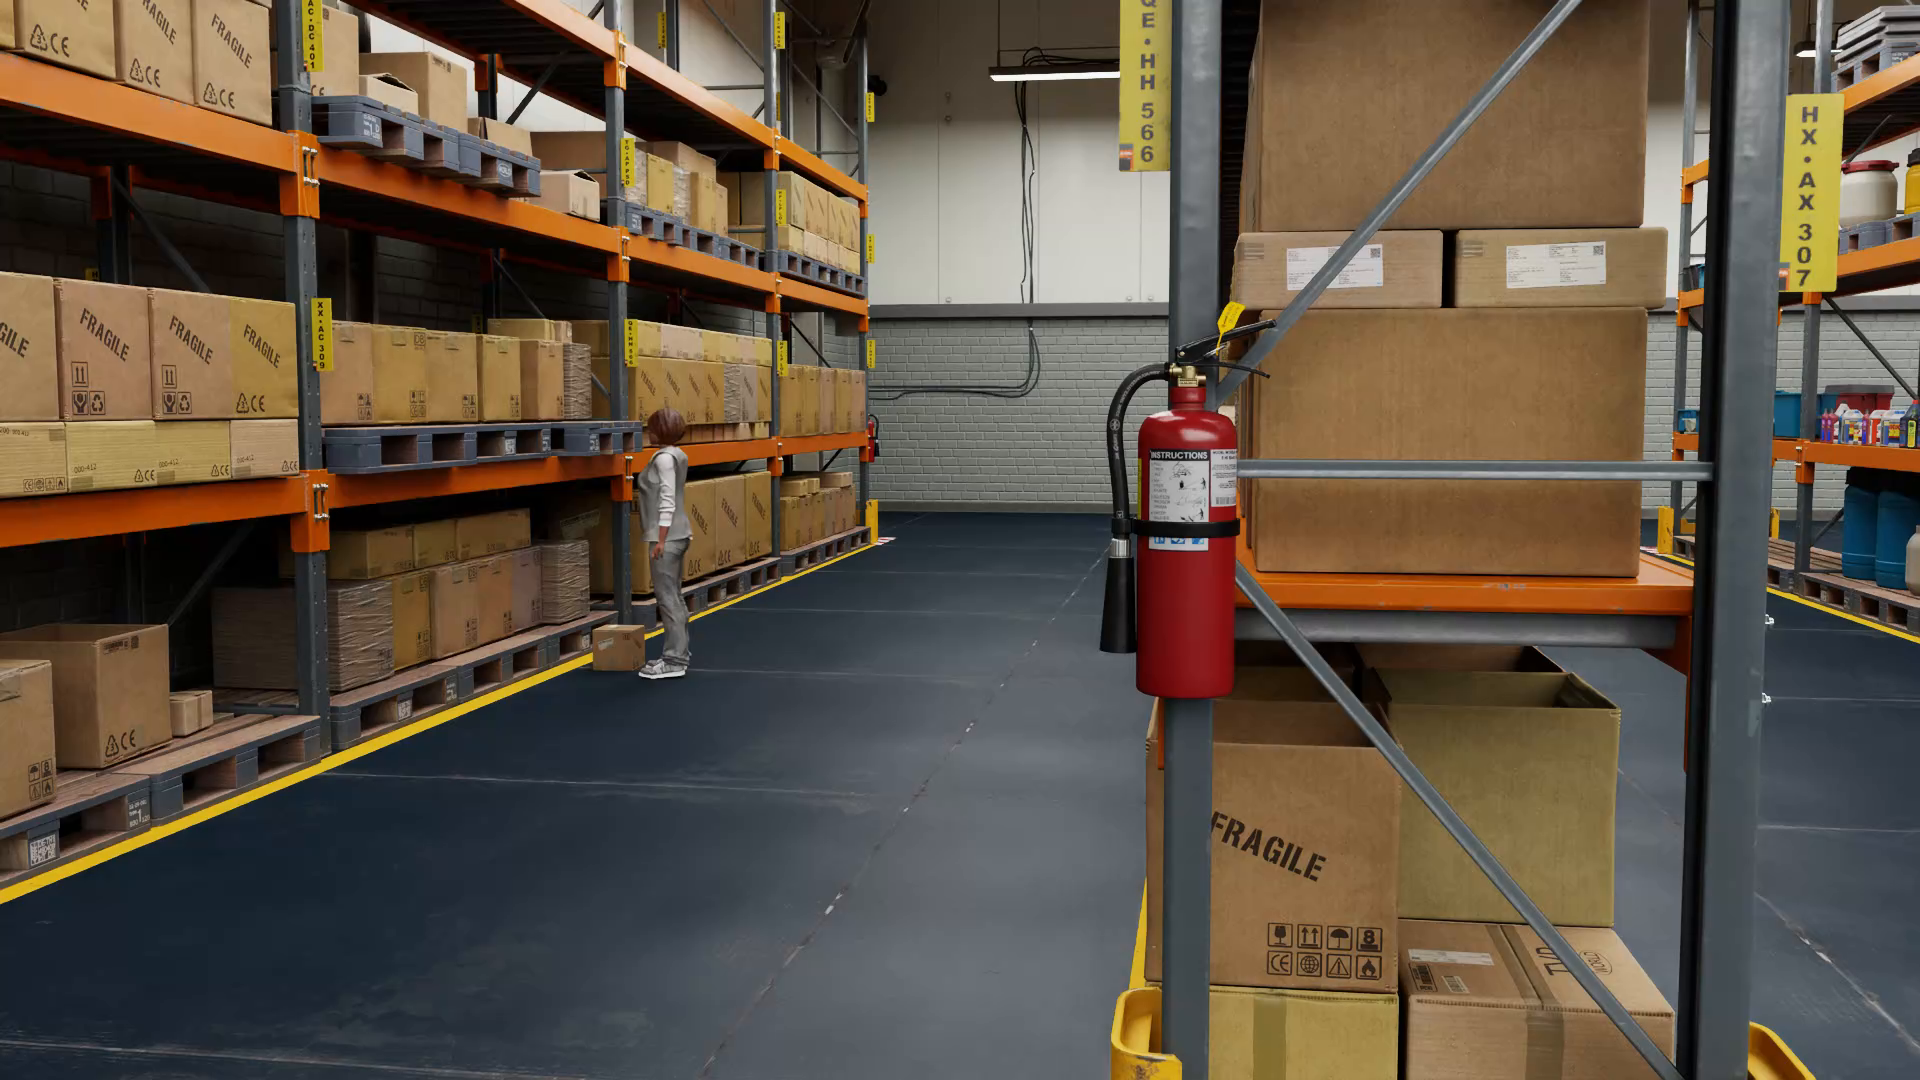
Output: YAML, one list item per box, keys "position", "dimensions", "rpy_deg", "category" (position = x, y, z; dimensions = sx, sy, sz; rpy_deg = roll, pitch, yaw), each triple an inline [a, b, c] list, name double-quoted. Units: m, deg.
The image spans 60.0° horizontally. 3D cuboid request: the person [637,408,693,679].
- position: [-1.757, 0.015, 9.909]
  dimensions: [0.324, 1.603, 0.408]
  rpy_deg: [0, 5, 1]
  category: "person"
